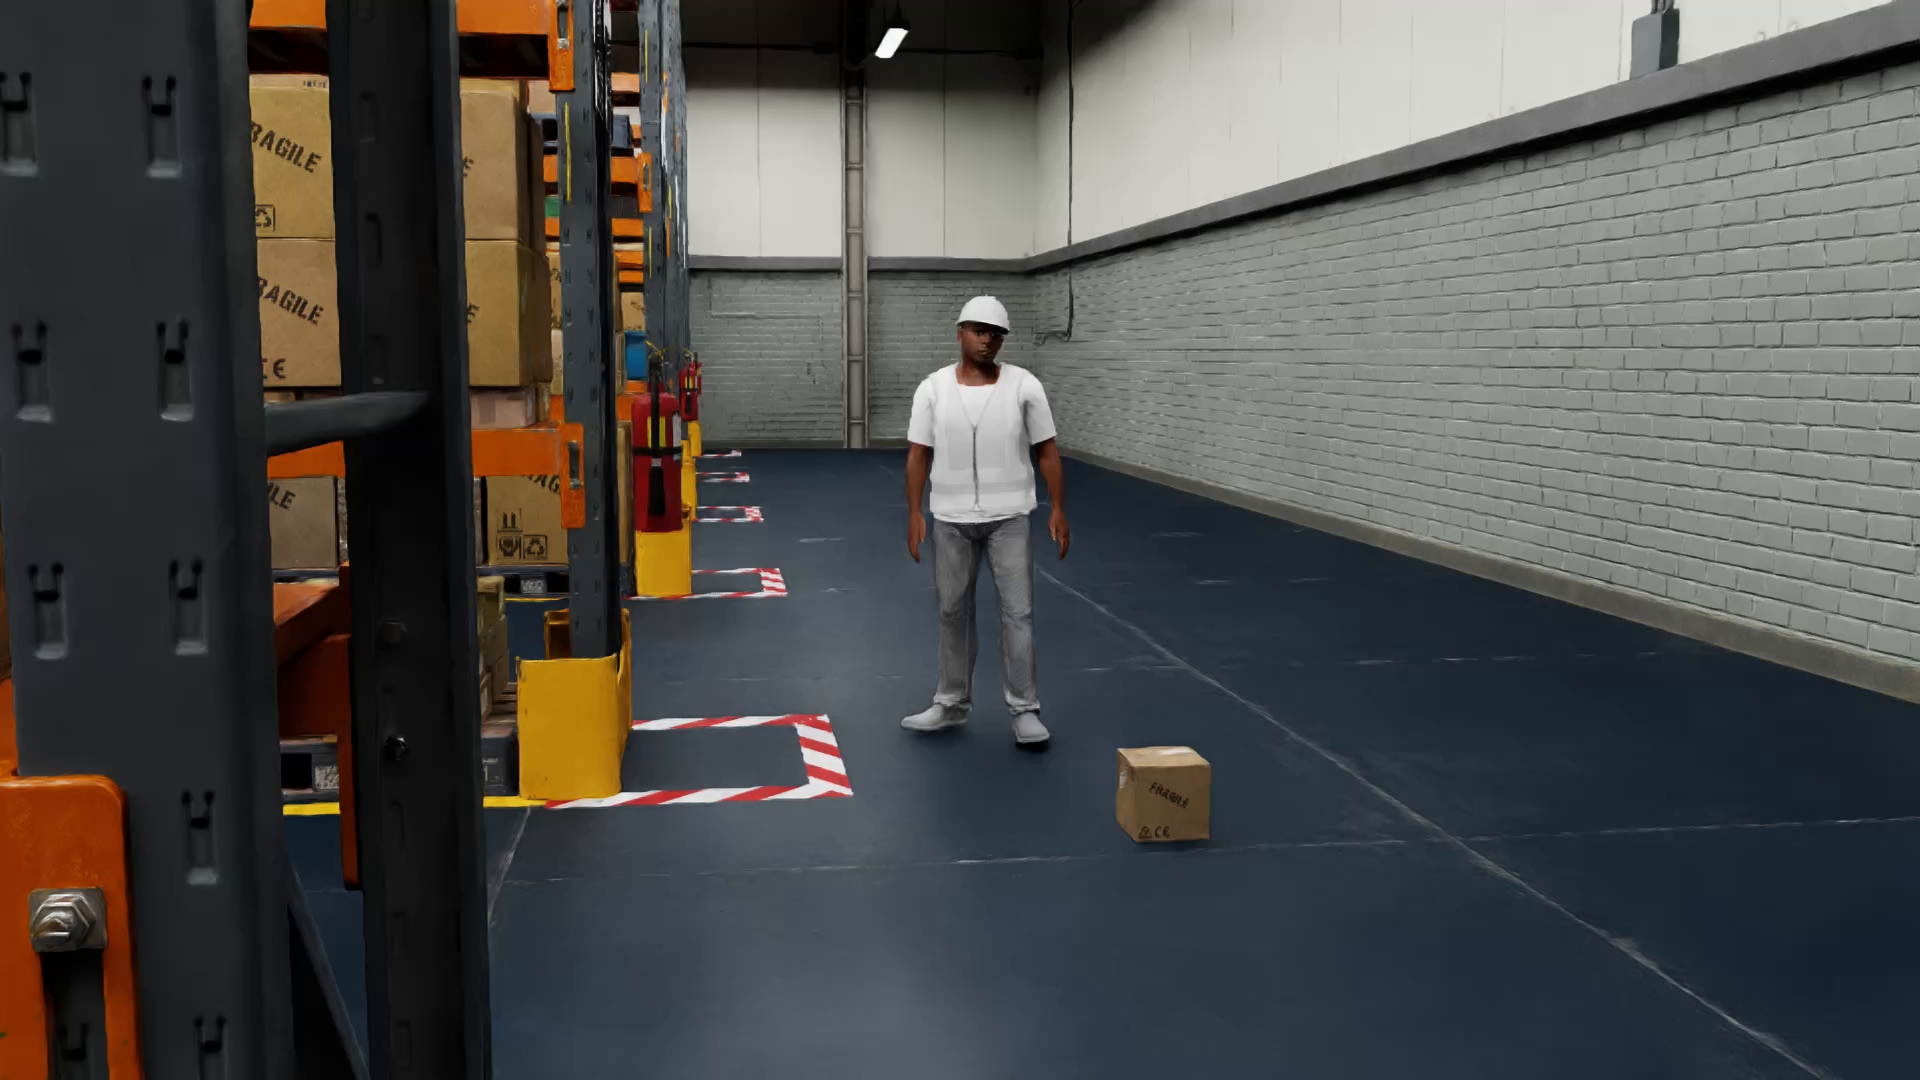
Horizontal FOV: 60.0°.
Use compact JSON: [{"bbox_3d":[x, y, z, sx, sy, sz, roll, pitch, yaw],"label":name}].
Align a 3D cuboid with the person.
[{"bbox_3d":[0.099,-0.085,6.662,0.683,1.764,0.383,1,7,10],"label":"person"}]
